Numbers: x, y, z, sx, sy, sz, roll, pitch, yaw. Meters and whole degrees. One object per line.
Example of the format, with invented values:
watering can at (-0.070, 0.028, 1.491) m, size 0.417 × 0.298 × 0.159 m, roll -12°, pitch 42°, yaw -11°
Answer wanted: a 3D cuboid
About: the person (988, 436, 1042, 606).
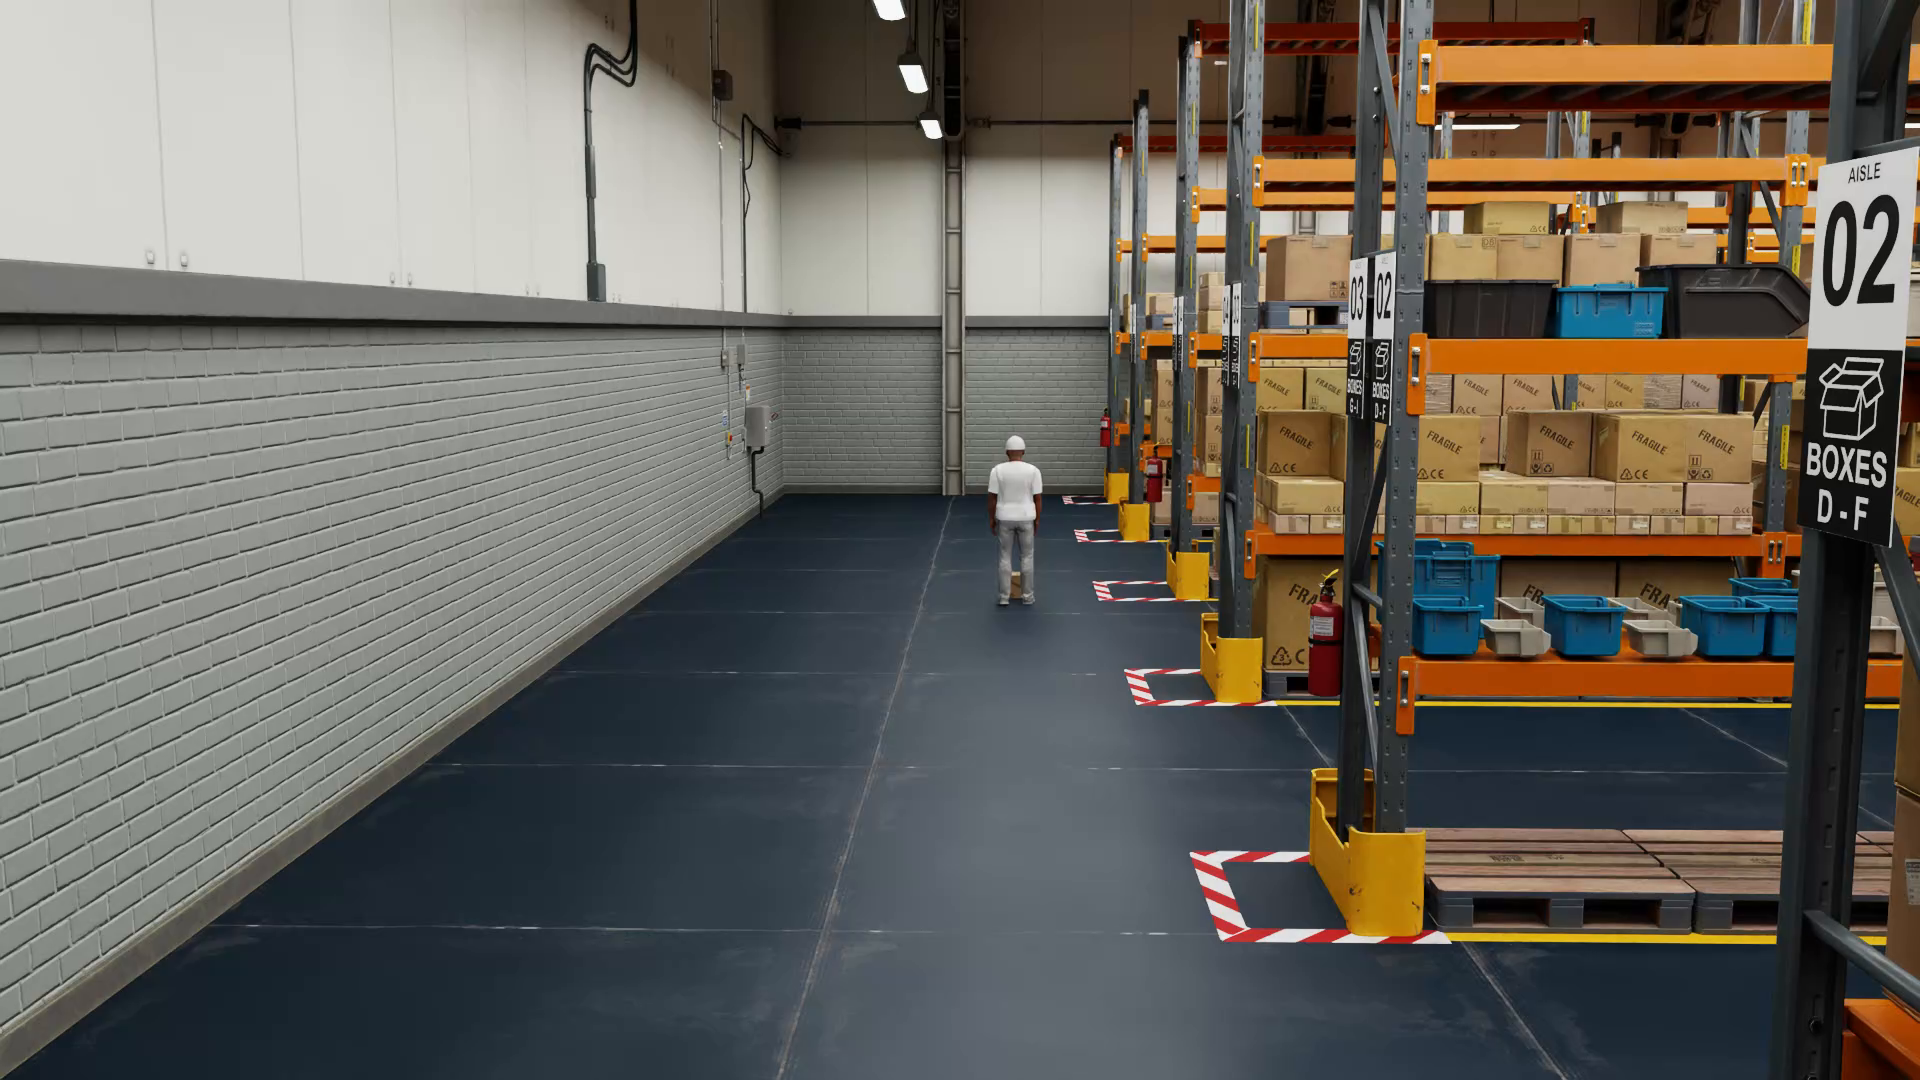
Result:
person at (0.571, -0.193, 17.316) m, size 0.564 × 1.786 × 0.371 m, roll 0°, pitch 7°, yaw 3°
